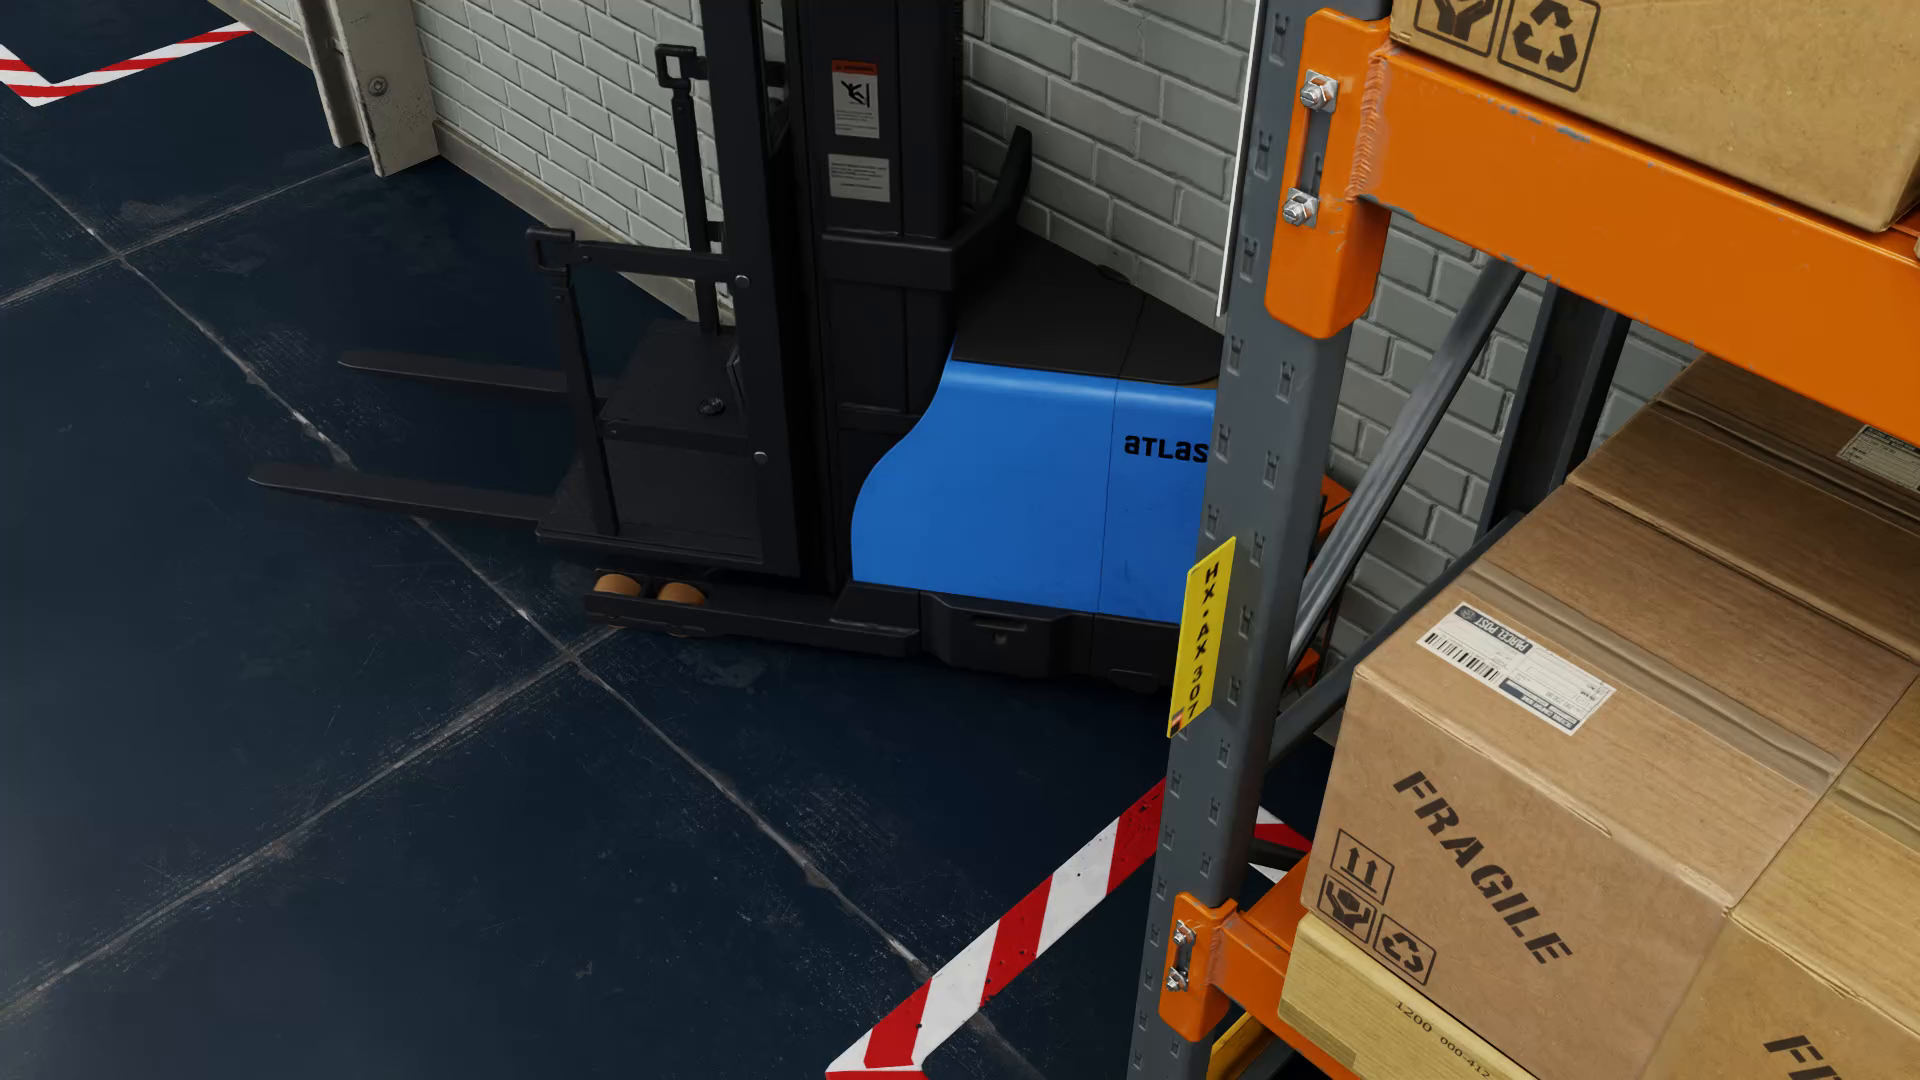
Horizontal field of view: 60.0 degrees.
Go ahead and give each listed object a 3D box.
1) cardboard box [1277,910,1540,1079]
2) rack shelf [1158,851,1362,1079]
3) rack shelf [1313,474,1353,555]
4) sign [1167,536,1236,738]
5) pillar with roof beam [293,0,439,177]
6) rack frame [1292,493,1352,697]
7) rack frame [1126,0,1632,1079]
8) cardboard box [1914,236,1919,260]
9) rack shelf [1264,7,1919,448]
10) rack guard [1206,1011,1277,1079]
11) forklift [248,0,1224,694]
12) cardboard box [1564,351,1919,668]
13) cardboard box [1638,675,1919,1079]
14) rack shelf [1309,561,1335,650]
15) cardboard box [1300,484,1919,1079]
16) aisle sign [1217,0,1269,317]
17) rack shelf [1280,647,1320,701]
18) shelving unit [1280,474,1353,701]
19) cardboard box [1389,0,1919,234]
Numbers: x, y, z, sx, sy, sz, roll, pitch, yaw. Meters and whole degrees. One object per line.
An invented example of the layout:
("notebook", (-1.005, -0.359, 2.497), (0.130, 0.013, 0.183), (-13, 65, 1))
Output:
("cardboard box", (0.832, 0.628, 2.456), (0.500, 0.250, 0.500), (33, 52, 30))
("rack shelf", (2.124, 1.419, 2.034), (1.077, 0.370, 4.000), (-34, 53, -31))
("rack shelf", (0.822, -0.031, 4.100), (0.215, 0.259, 0.240), (-29, 53, -28))
("sign", (0.328, 0.136, 2.255), (0.100, 0.325, 0.005), (-34, 53, -31))
("pillar with roof beam", (-5.467, -2.908, 1.766), (9.100, 9.000, 0.400), (-34, 53, -31))
("rack frame", (0.892, 0.231, 4.227), (0.200, 1.050, 0.008), (-29, 53, -28))
("rack frame", (0.712, 0.194, 2.830), (1.000, 3.000, 0.127), (-34, 53, -31))
("cardboard box", (1.125, -0.396, 1.170), (0.500, 0.500, 0.500), (-31, 51, -29))
("rack shelf", (2.124, 0.317, 1.016), (1.077, 0.370, 4.000), (-34, 53, -31))
("rack guard", (0.766, 1.148, 3.639), (1.175, 0.500, 0.348), (-34, 53, -31))
("forklift", (-0.650, -1.132, 4.315), (3.031, 2.935, 1.130), (7, 43, 8))
("cardboard box", (1.195, 0.091, 2.485), (0.500, 0.500, 0.500), (34, 52, 31))
("cardboard box", (1.178, 0.582, 1.953), (0.500, 0.500, 0.500), (-34, 52, -31))
("rack shelf", (0.814, 0.170, 4.300), (0.215, 0.259, 0.240), (-29, 53, -28))
("cardboard box", (0.836, 0.340, 2.216), (0.500, 0.500, 0.500), (-34, 53, -31))
("aisle sign", (0.449, -0.652, 1.830), (0.394, 0.787, 0.004), (-34, 53, -31))
("rack shelf", (0.806, 0.367, 4.495), (0.215, 0.259, 0.240), (-29, 53, -28))
("shelving unit", (0.814, 0.163, 4.292), (0.215, 1.050, 0.252), (-29, 53, -28))
("cardboard box", (0.771, -0.671, 1.468), (0.500, 0.500, 0.500), (-33, 52, -30))
